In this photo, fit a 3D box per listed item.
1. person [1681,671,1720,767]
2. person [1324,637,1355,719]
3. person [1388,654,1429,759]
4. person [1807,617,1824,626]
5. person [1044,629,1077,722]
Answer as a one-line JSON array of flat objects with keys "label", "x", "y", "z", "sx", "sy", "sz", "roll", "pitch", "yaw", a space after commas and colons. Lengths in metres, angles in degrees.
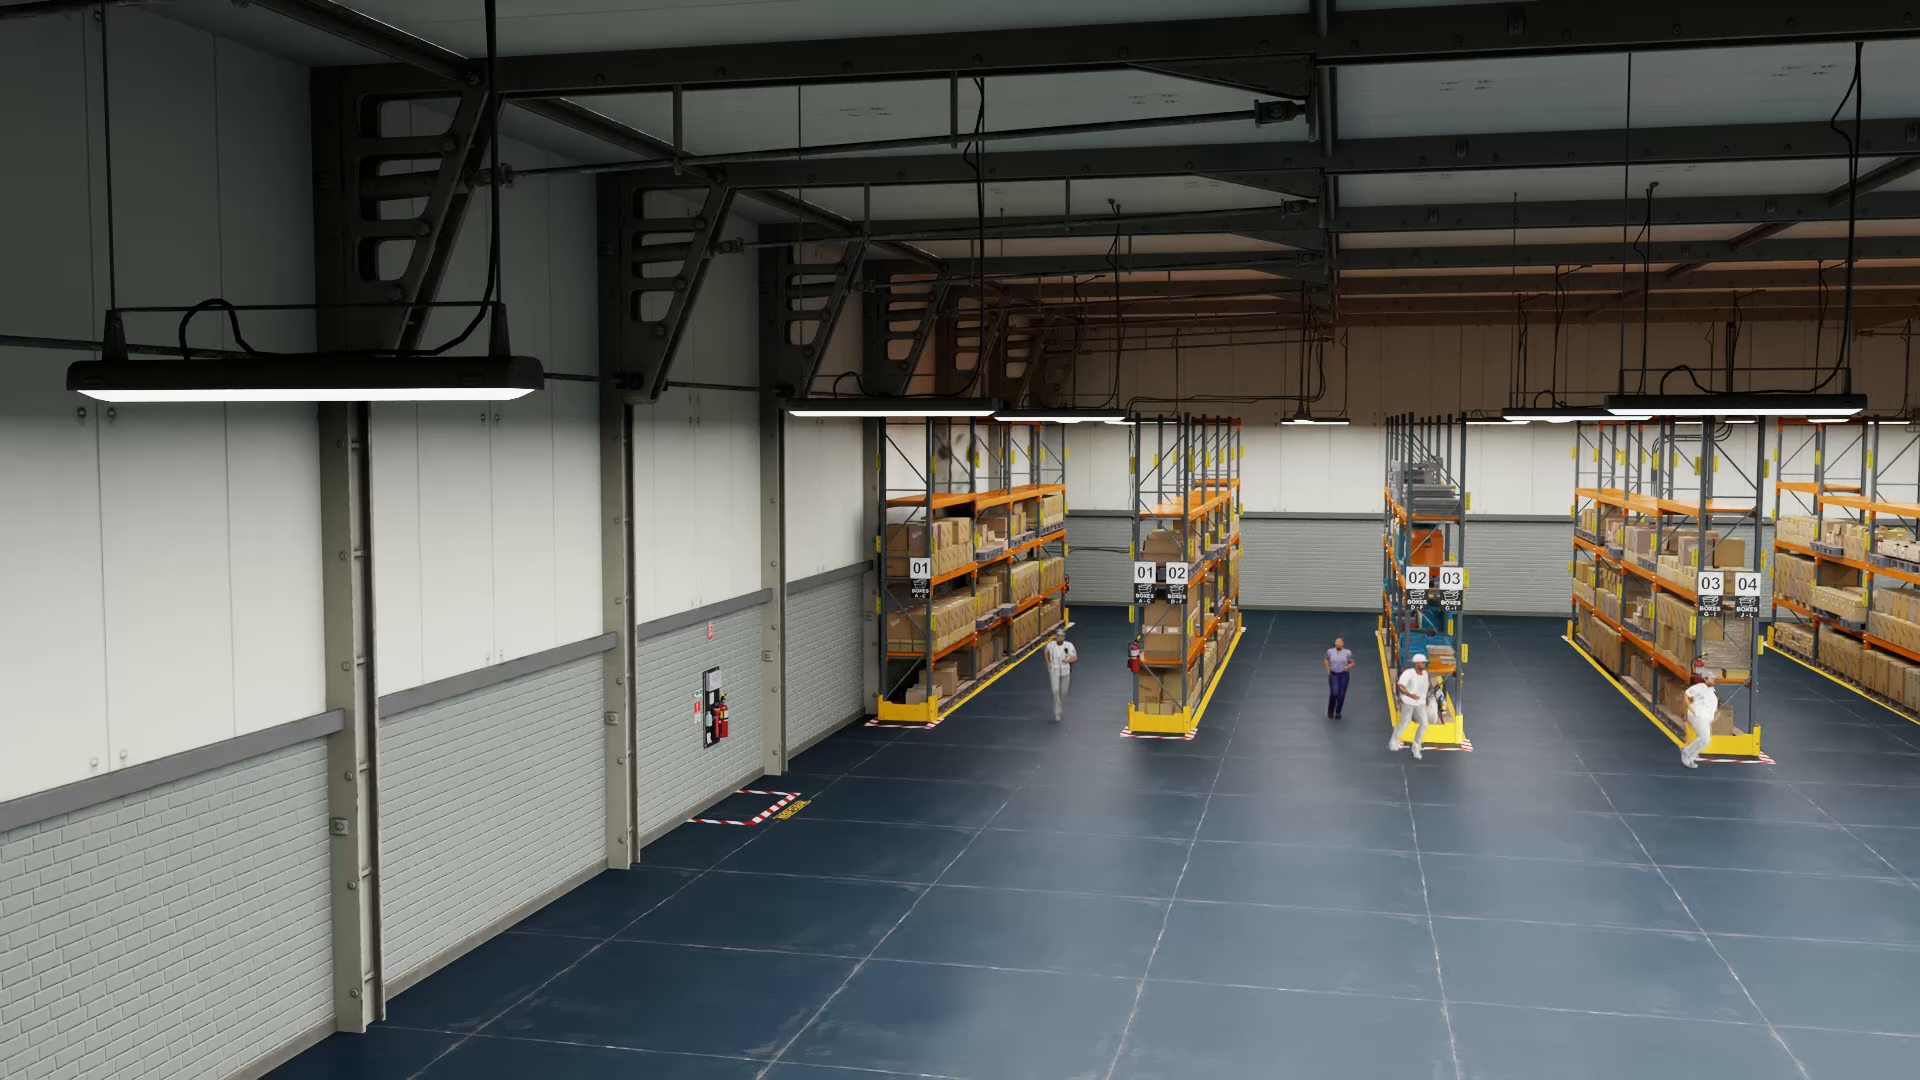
[{"label": "person", "x": 12.536, "y": 3.019, "z": 28.051, "sx": 0.665, "sy": 1.623, "sz": 0.530, "roll": -3, "pitch": 5, "yaw": -35}, {"label": "person", "x": 7.429, "y": 2.713, "z": 32.573, "sx": 0.580, "sy": 1.638, "sz": 0.638, "roll": 1, "pitch": 4, "yaw": 9}, {"label": "person", "x": 7.946, "y": 2.889, "z": 29.060, "sx": 0.763, "sy": 1.806, "sz": 0.678, "roll": -2, "pitch": 4, "yaw": -25}, {"label": "person", "x": 22.853, "y": 1.896, "z": 44.308, "sx": 0.660, "sy": 1.646, "sz": 0.553, "roll": 0, "pitch": 4, "yaw": 6}, {"label": "person", "x": 1.988, "y": 2.649, "z": 32.771, "sx": 0.613, "sy": 1.844, "sz": 1.016, "roll": 0, "pitch": 4, "yaw": -4}]
